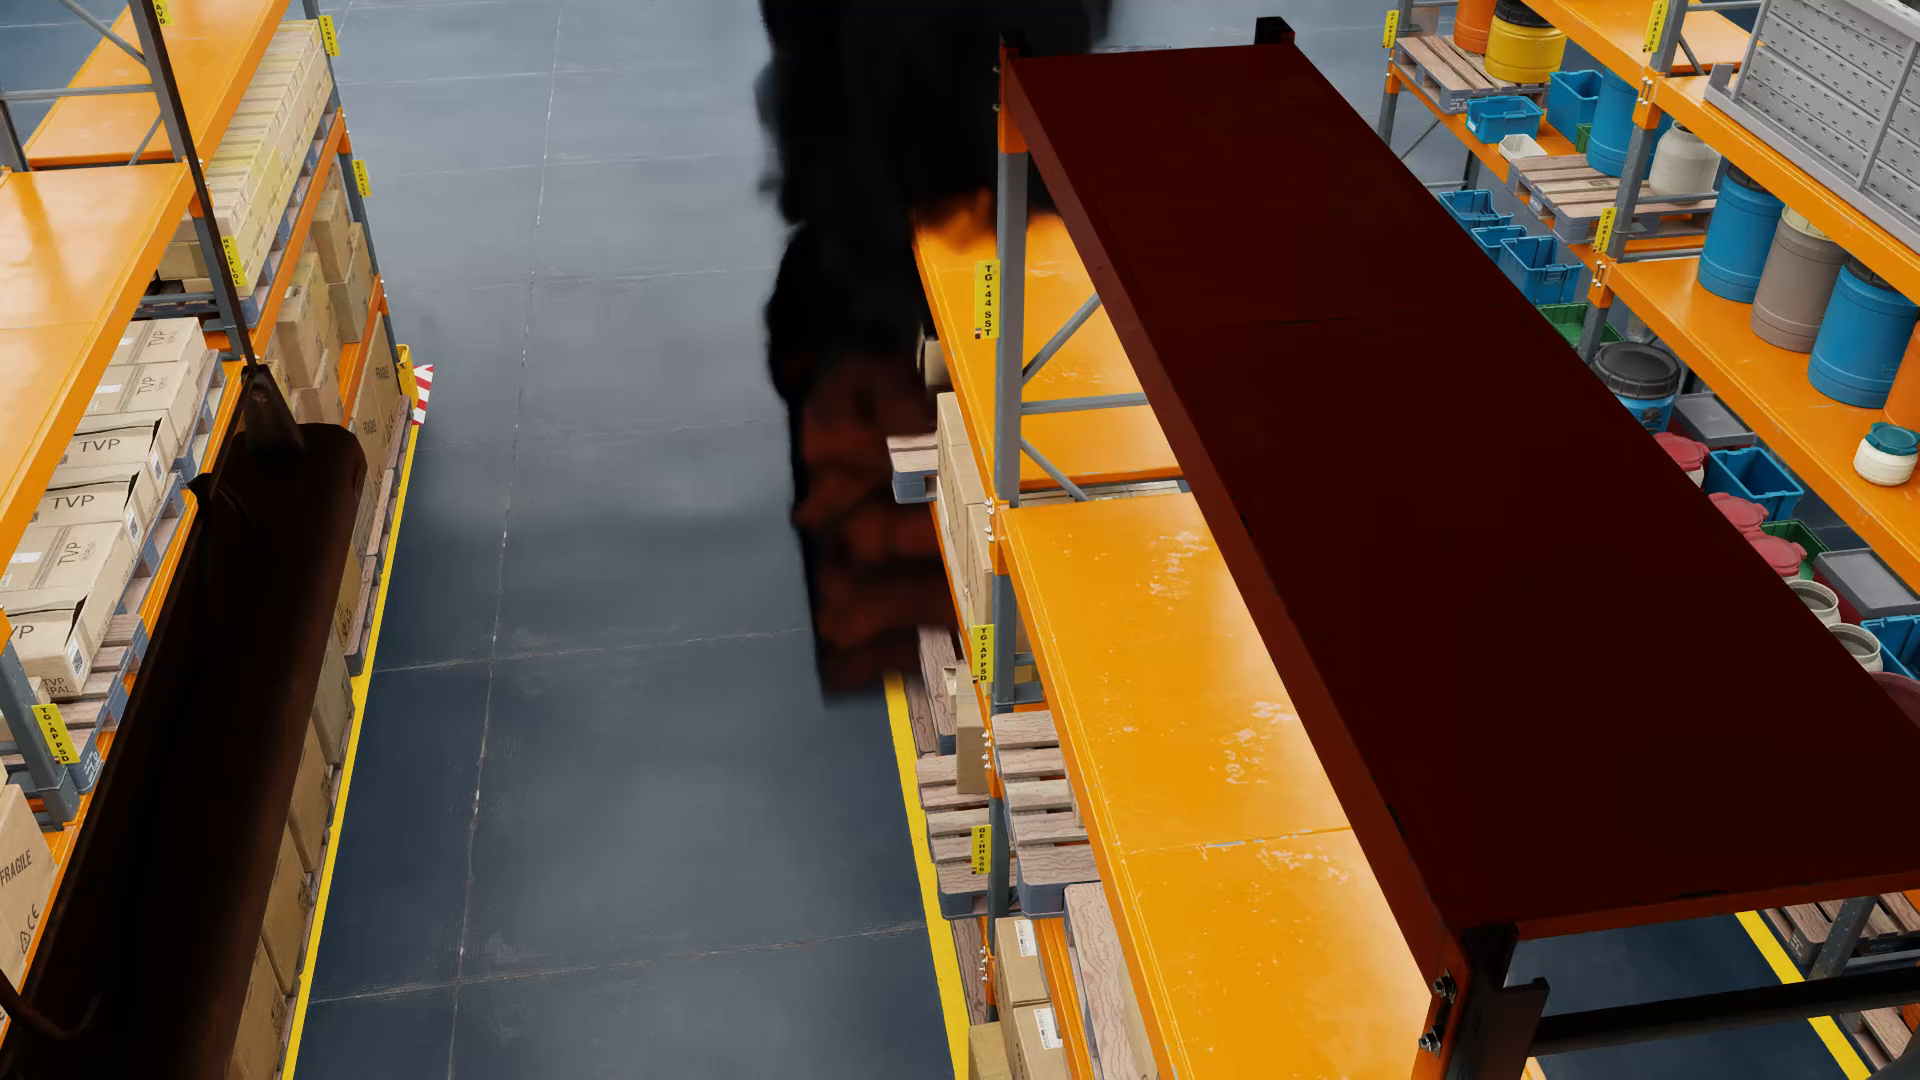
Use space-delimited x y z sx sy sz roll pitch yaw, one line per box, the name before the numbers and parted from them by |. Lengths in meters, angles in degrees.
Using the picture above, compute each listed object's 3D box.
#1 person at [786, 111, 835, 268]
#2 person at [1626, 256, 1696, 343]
person | -1.444 -3.543 16.906 0.847 1.659 0.616 24 43 29
person | 6.251 -2.169 14.980 0.642 1.667 0.858 -8 37 -10
